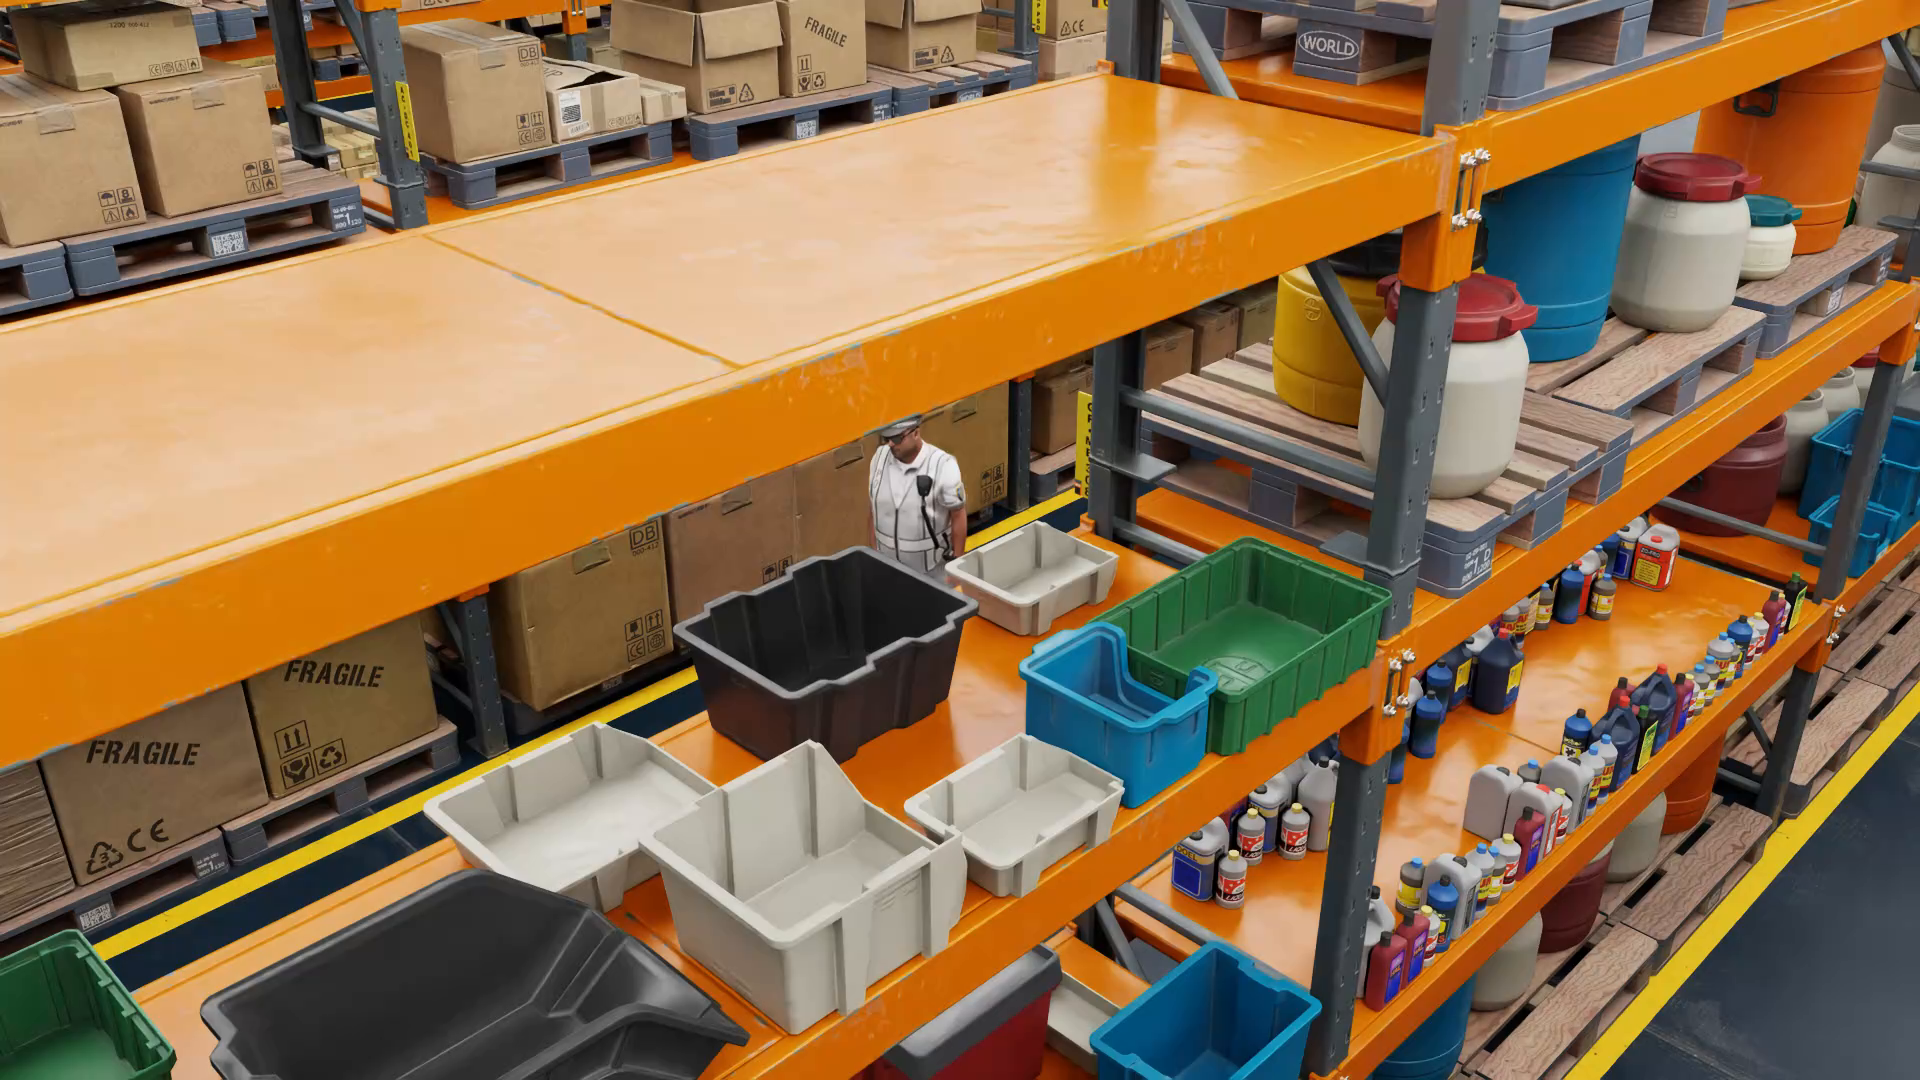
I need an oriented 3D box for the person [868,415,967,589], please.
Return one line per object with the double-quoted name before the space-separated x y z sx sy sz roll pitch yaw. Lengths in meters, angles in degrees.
"person" -0.178 0.069 8.735 0.594 1.739 0.546 14 31 24
